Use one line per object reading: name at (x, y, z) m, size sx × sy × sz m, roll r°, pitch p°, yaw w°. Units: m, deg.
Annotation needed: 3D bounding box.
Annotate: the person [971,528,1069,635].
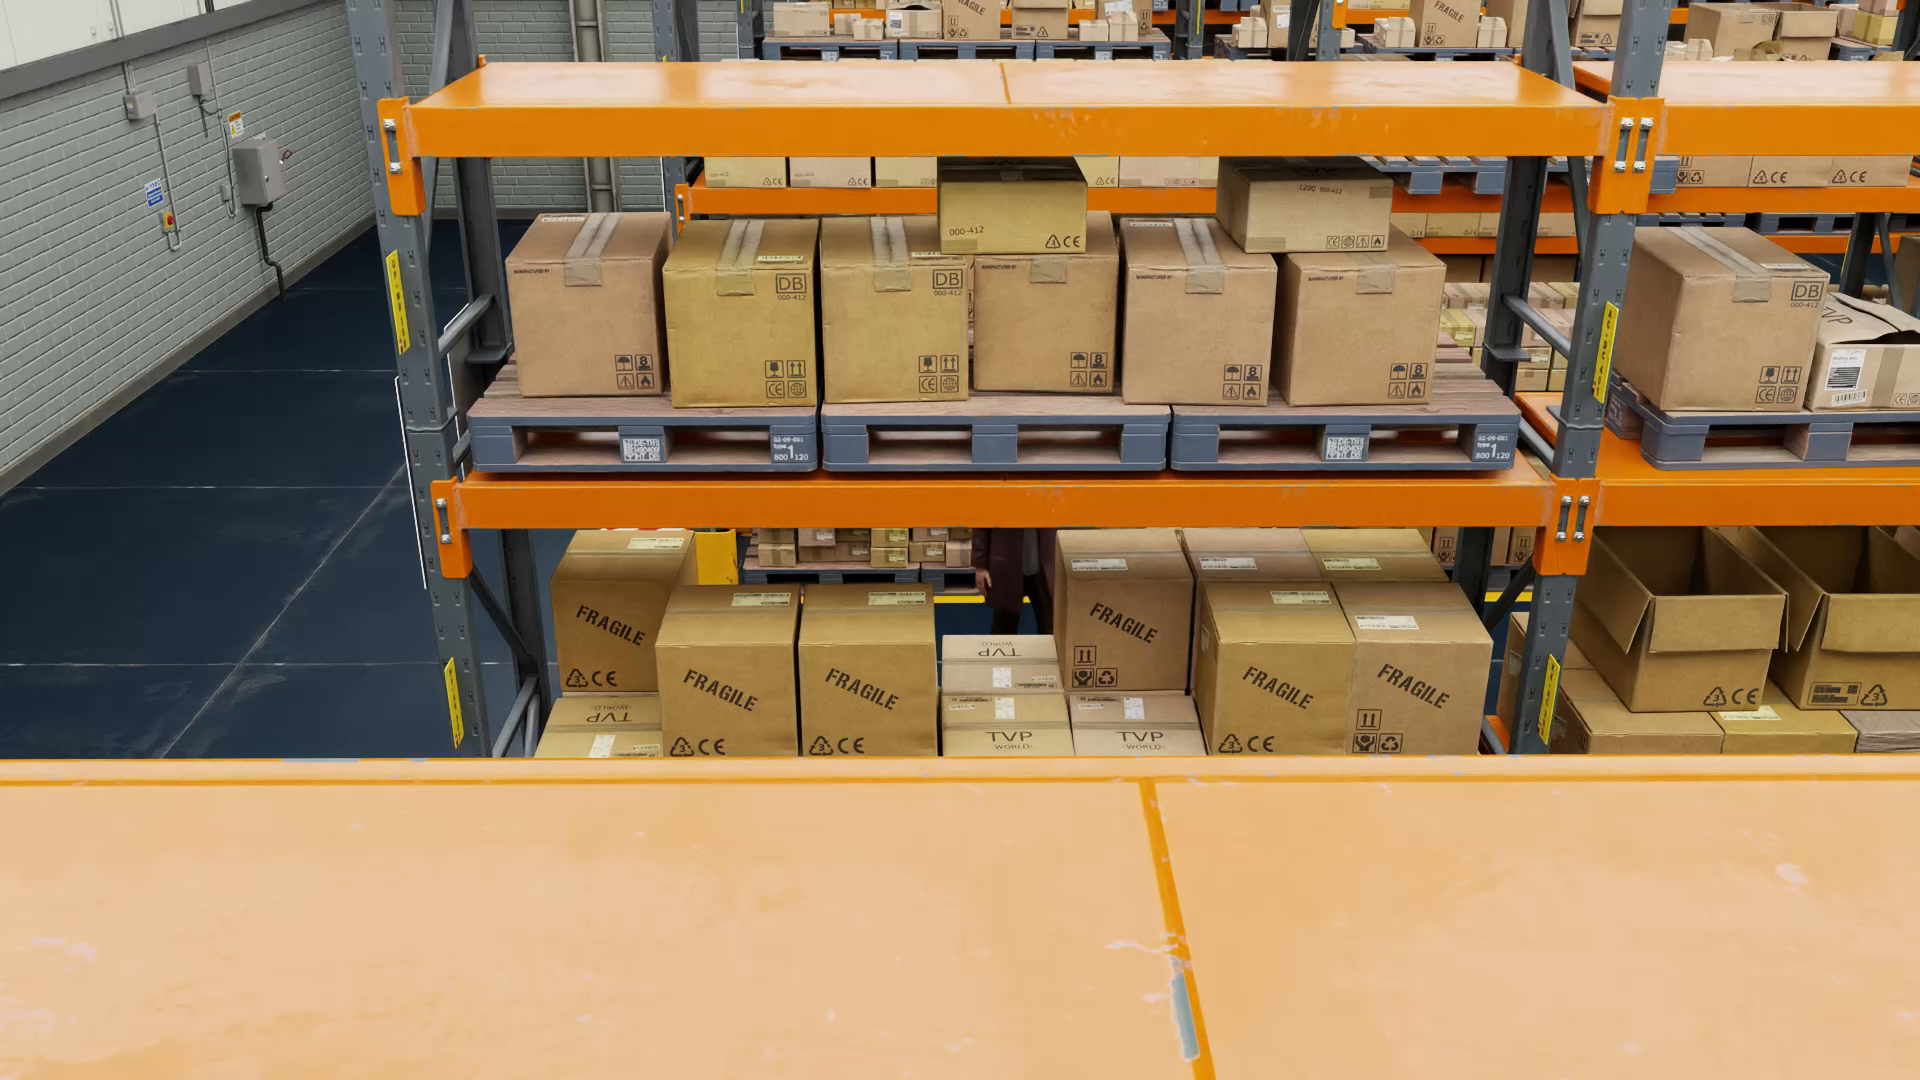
person at (0.408, 0.194, 9.657) m, size 0.620 × 1.777 × 0.663 m, roll -6°, pitch 25°, yaw -14°
